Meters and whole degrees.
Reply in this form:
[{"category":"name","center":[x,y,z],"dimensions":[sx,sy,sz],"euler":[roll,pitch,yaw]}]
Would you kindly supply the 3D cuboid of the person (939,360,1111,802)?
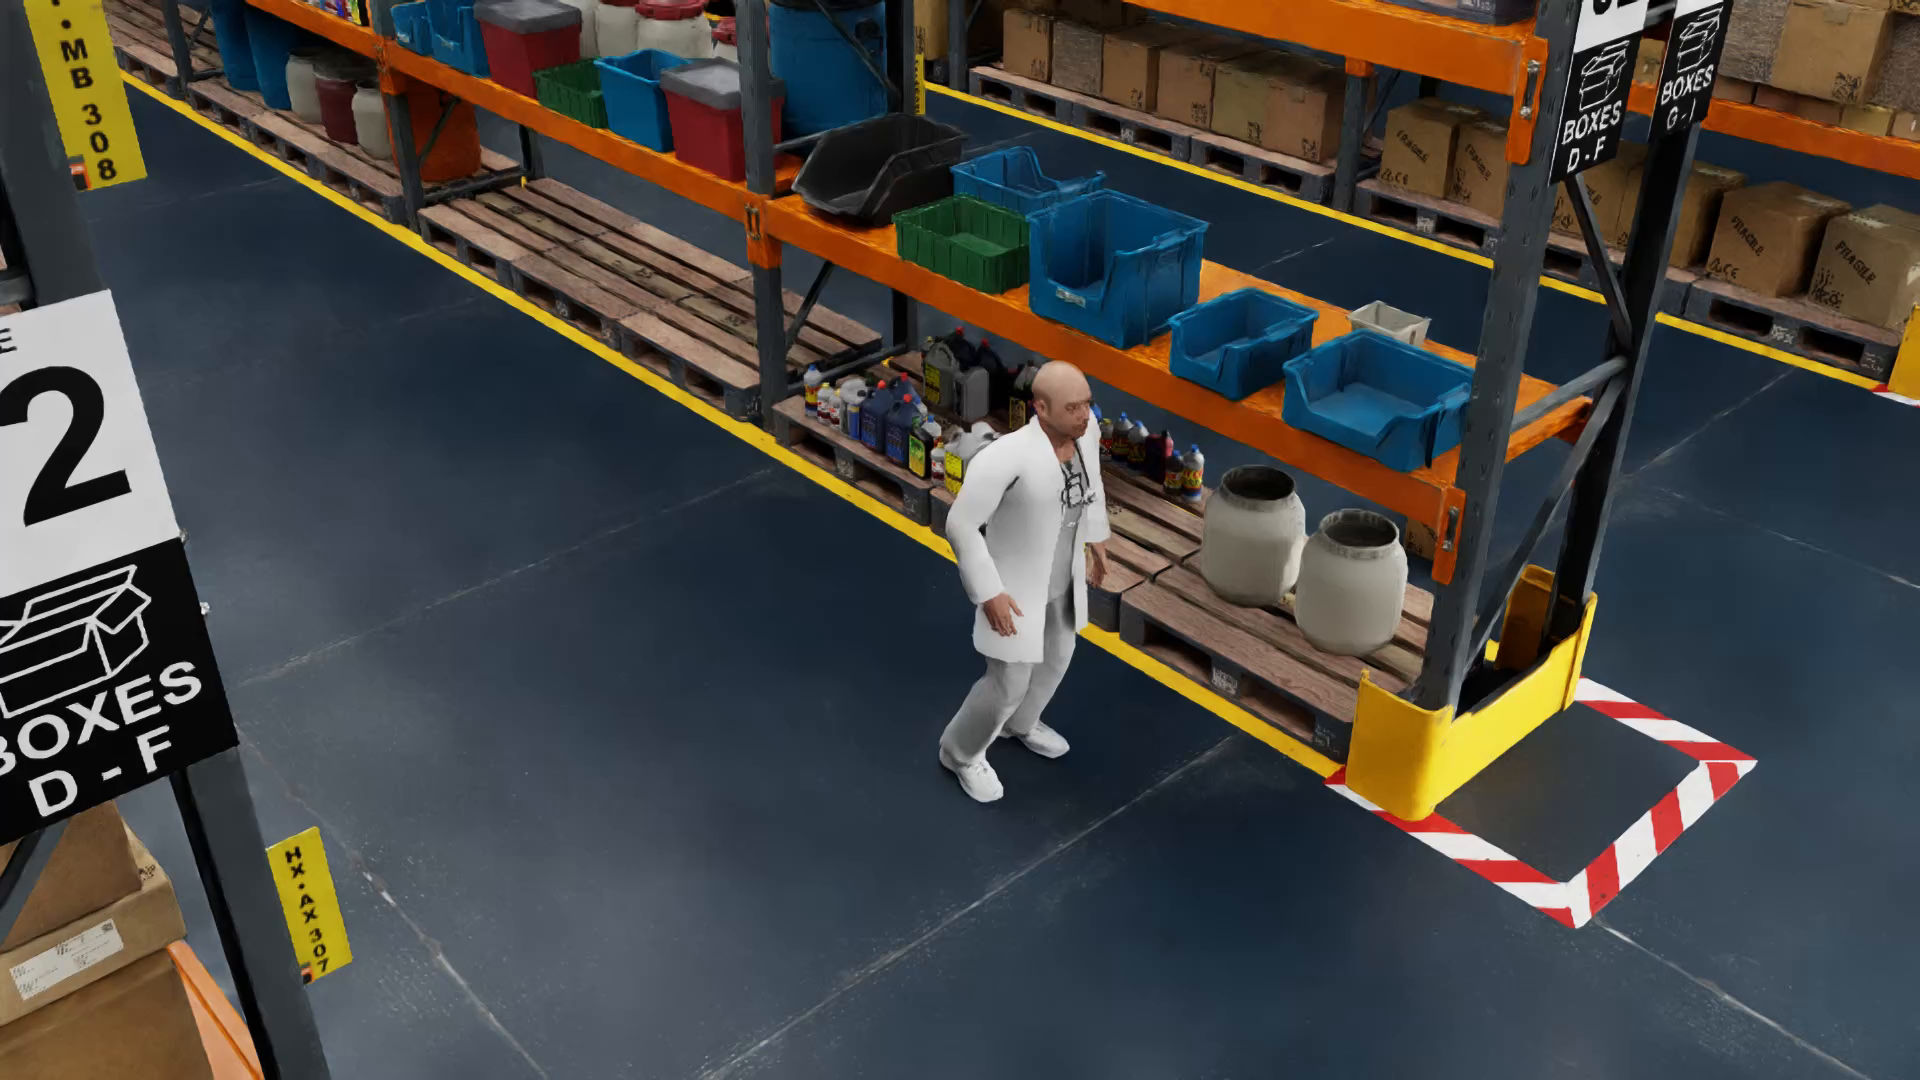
[{"category":"person","center":[0.234,0.120,5.978],"dimensions":[0.725,1.741,0.520],"euler":[-26,40,-36]}]
